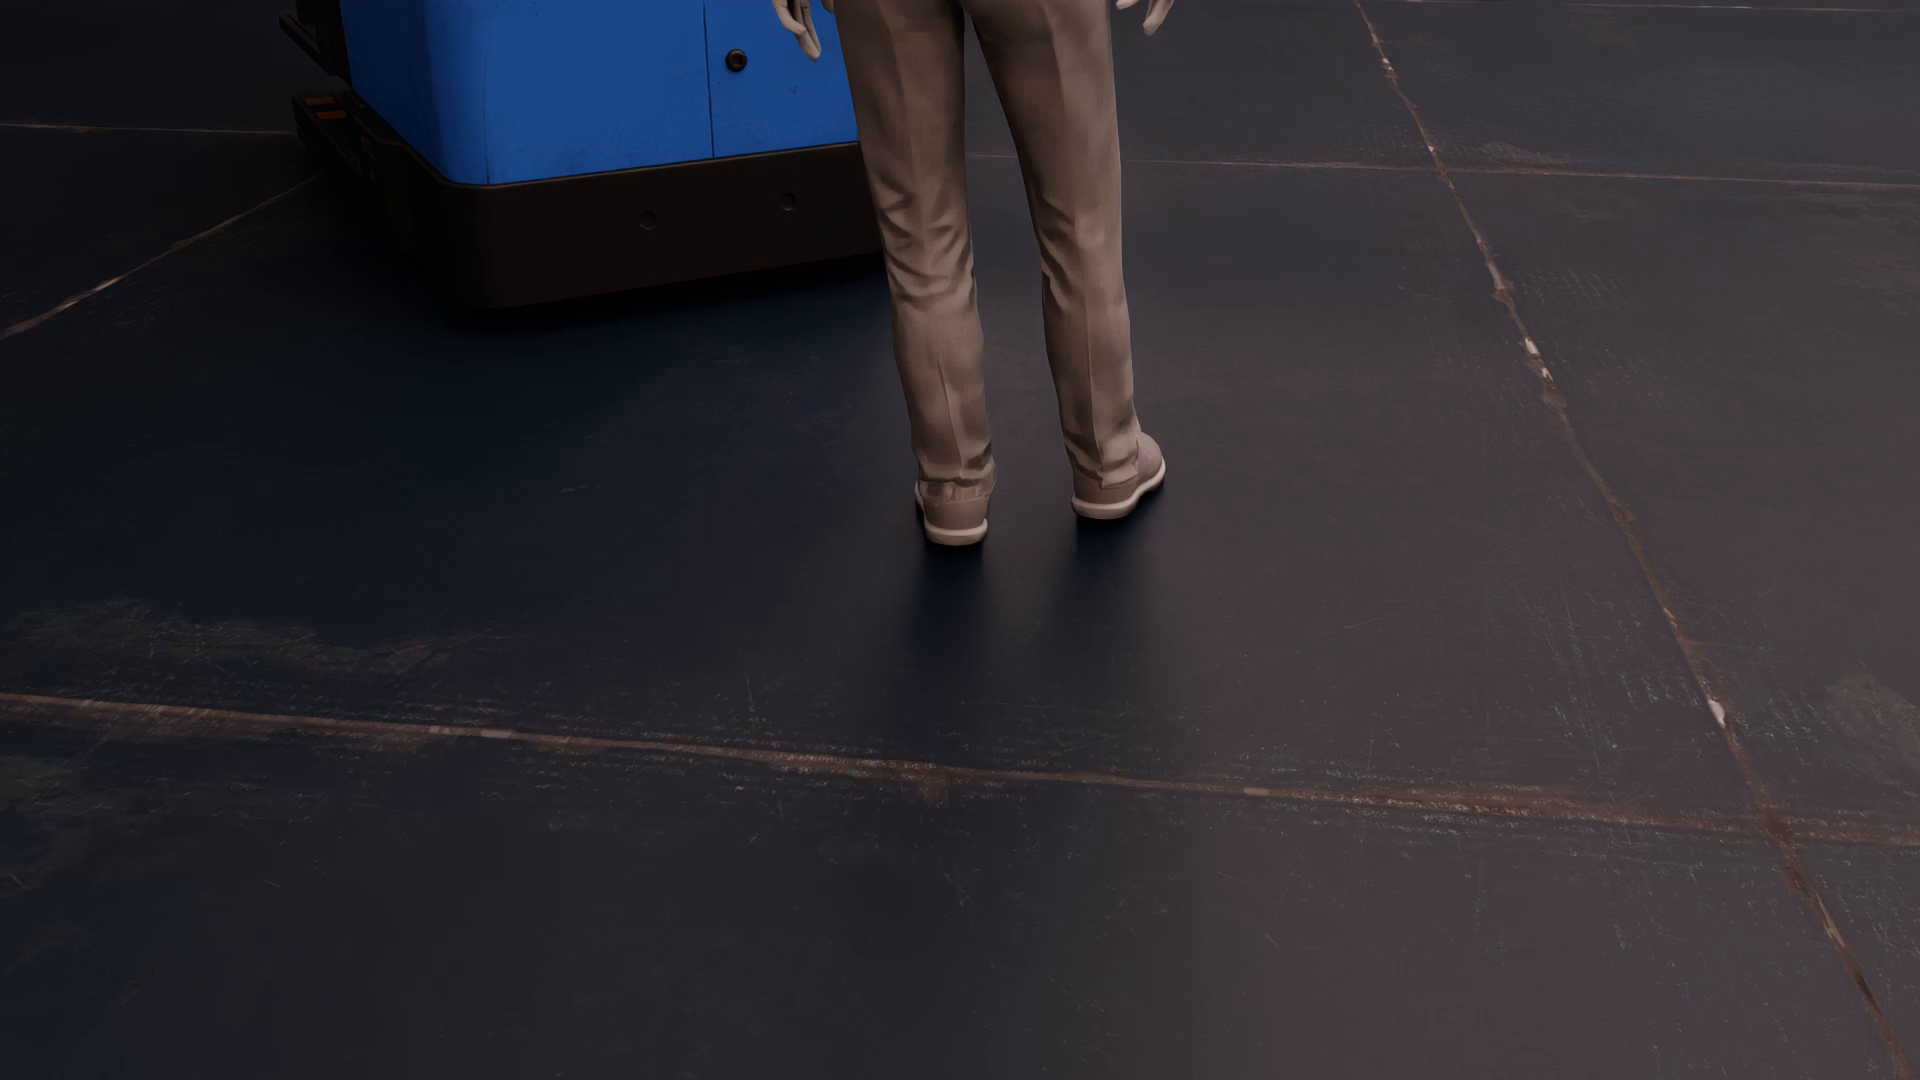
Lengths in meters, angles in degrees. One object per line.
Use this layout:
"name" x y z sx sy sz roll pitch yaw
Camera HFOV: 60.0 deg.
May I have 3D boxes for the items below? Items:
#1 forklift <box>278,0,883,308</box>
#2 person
"forklift" -1.203 -2.388 4.003 1.130 2.935 3.031 -13 30 -25
"person" 0.016 -0.795 2.178 0.586 1.694 0.531 3 27 7
